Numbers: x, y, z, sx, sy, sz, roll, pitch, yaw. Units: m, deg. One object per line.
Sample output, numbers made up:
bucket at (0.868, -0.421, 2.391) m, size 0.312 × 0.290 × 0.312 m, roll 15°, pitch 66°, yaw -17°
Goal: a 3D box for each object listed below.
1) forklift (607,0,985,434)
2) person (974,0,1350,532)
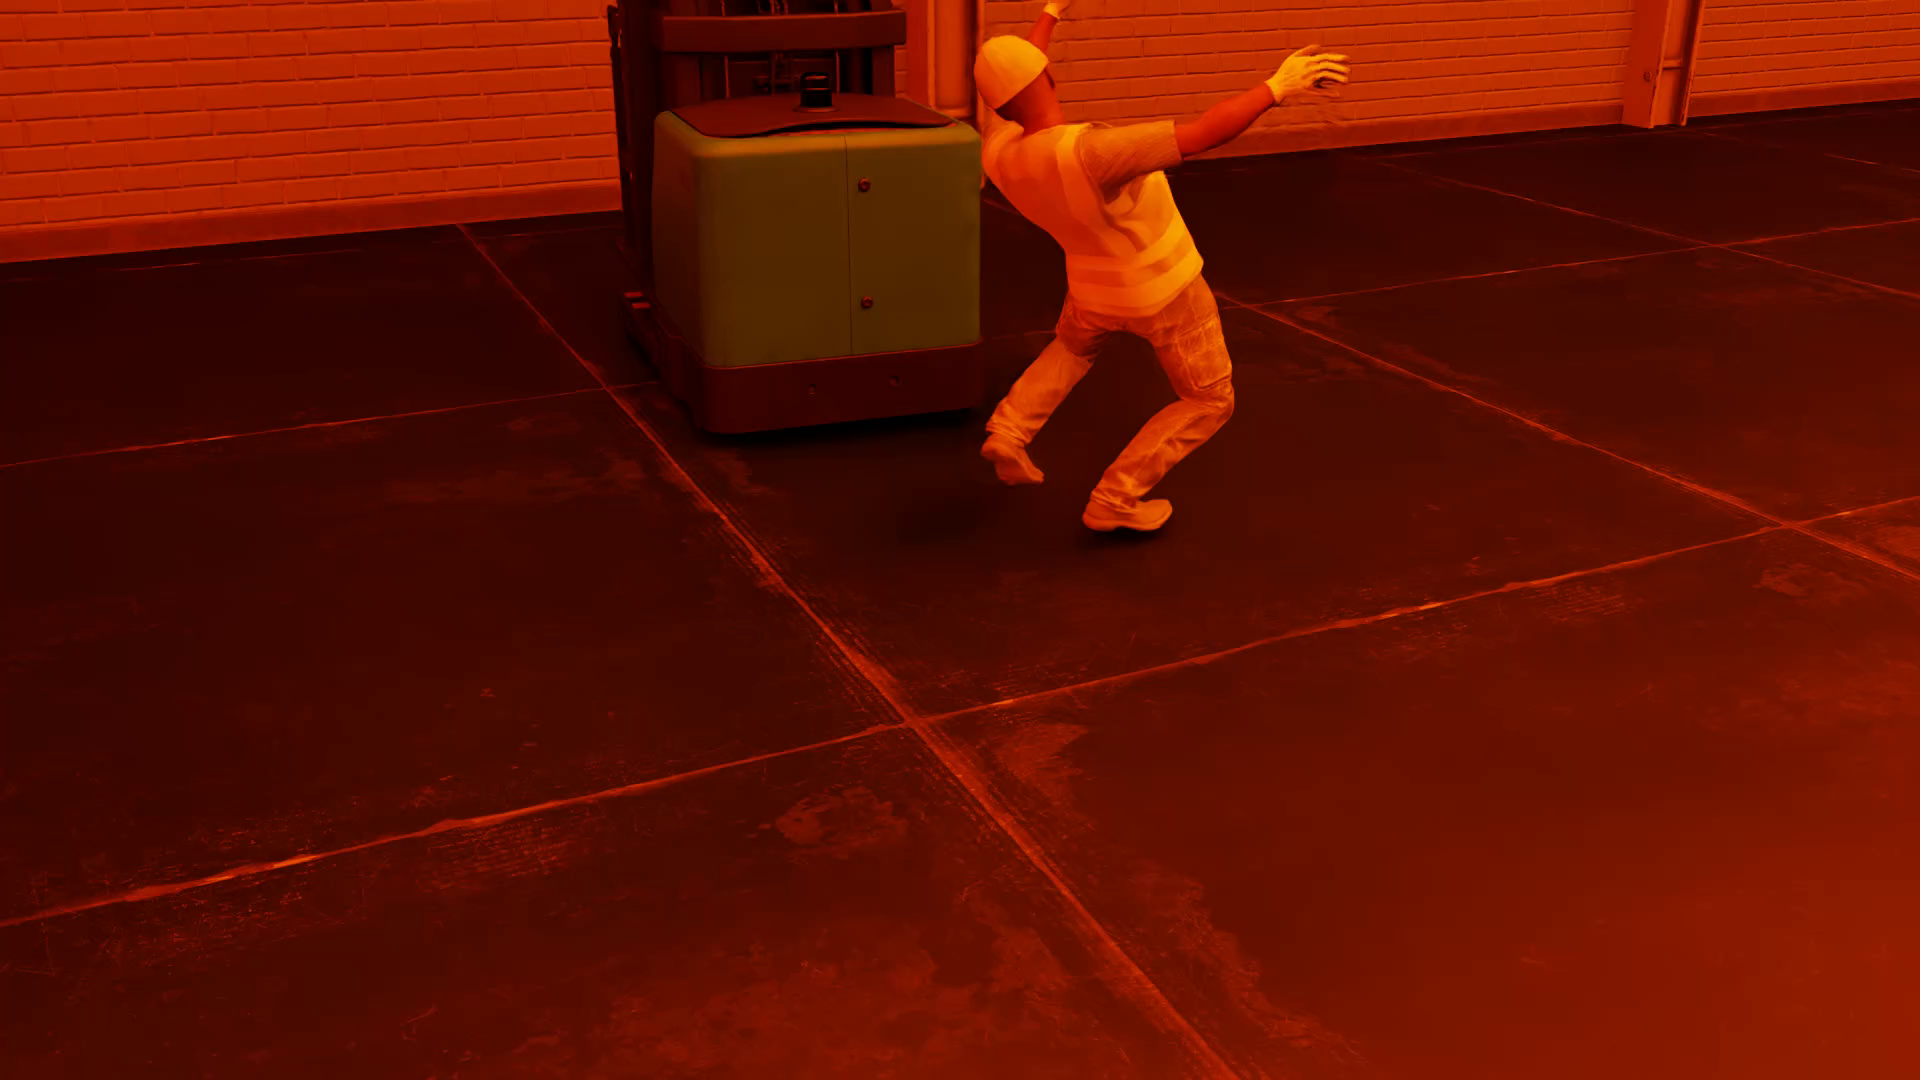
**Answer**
forklift at (-0.878, -2.260, 6.726) m, size 1.130 × 2.935 × 3.031 m, roll -8°, pitch 24°, yaw -18°
person at (0.487, -0.802, 4.837) m, size 0.690 × 1.649 × 1.077 m, roll -21°, pitch 30°, yaw -41°
